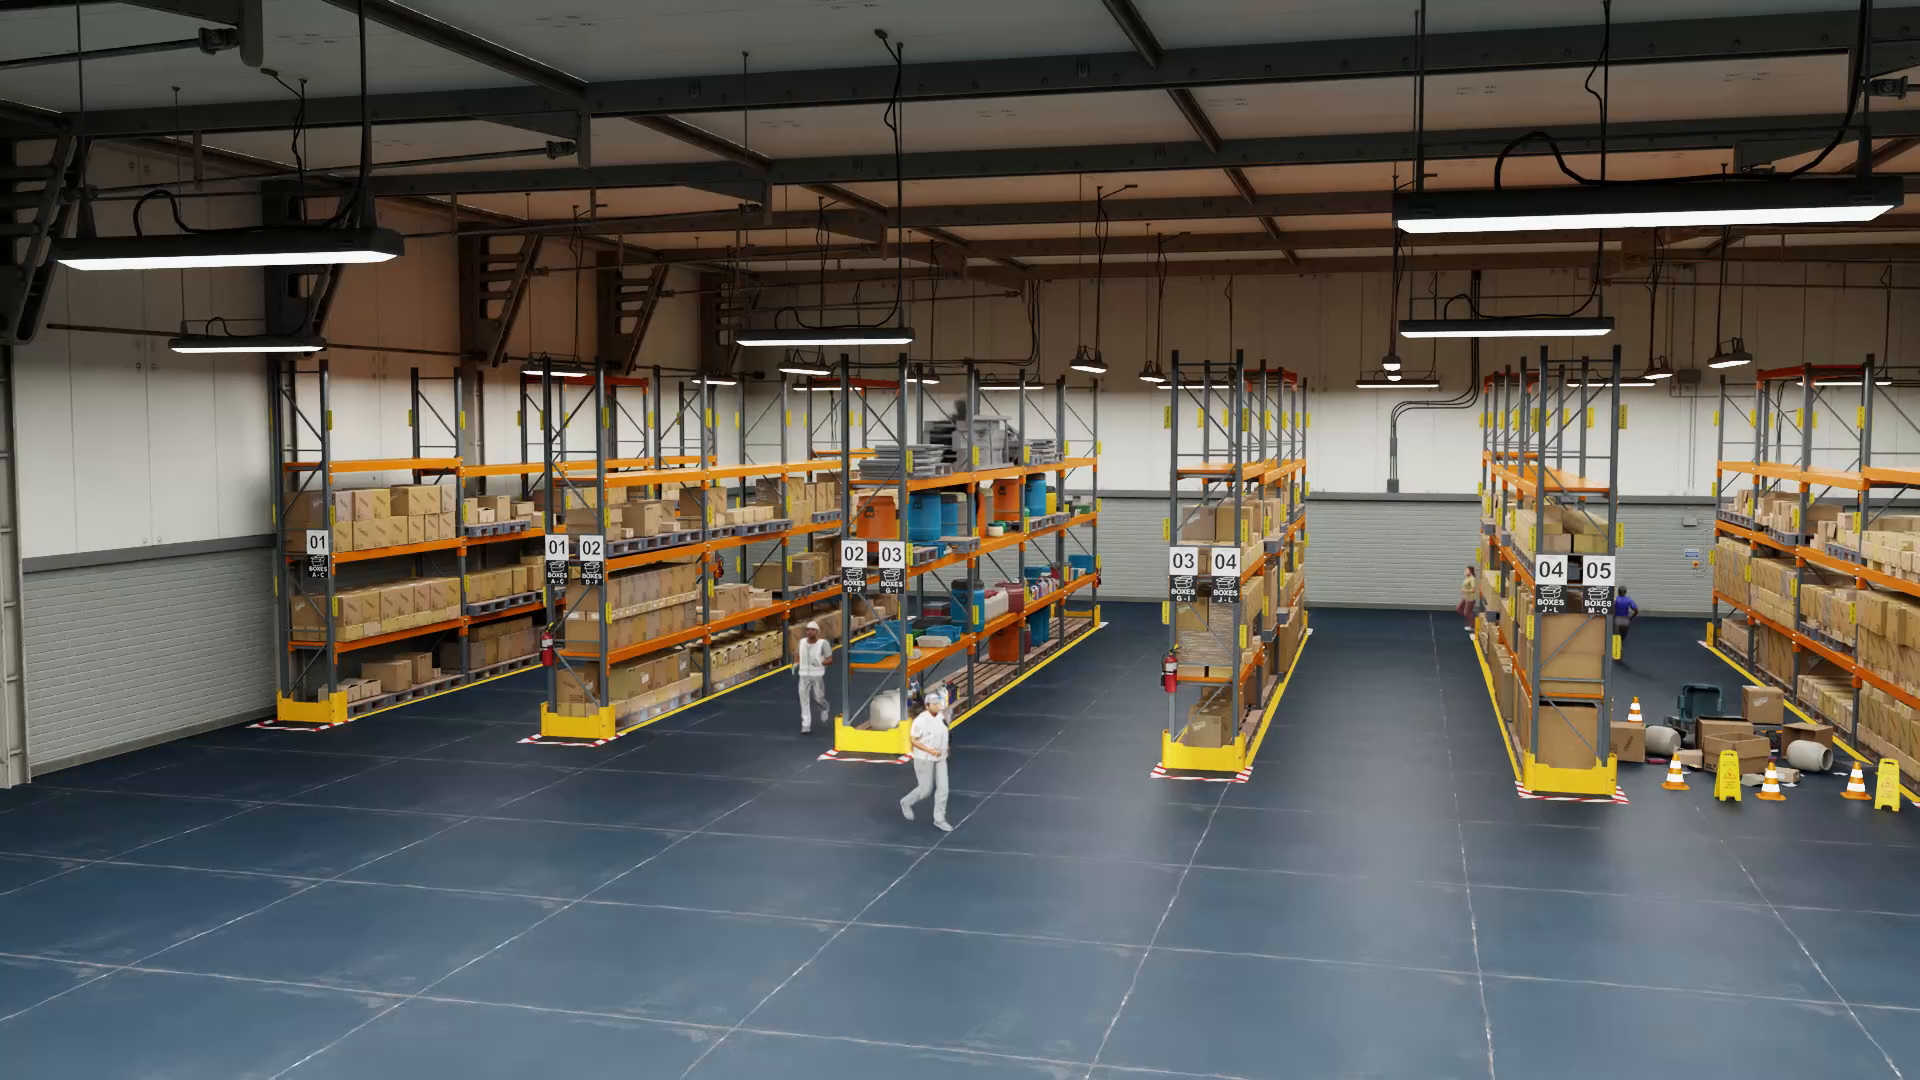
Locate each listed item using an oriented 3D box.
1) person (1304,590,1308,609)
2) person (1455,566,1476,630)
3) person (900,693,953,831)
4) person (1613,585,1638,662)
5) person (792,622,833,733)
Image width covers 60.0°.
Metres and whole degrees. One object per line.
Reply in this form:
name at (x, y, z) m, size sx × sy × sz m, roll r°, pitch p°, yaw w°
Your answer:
person at (8.109, 1.214, 40.604) m, size 0.710 × 1.788 × 0.725 m, roll 2°, pitch 5°, yaw 26°
person at (12.052, 1.380, 39.316) m, size 0.554 × 1.586 × 0.705 m, roll 0°, pitch 4°, yaw -1°
person at (-0.382, 2.713, 20.505) m, size 0.630 × 1.671 × 0.766 m, roll -4°, pitch 6°, yaw -45°
person at (13.631, 1.732, 34.258) m, size 0.584 × 1.613 × 0.720 m, roll 0°, pitch 4°, yaw 4°
person at (-2.382, 2.195, 26.838) m, size 0.698 × 1.757 × 0.886 m, roll 1°, pitch 4°, yaw 13°
